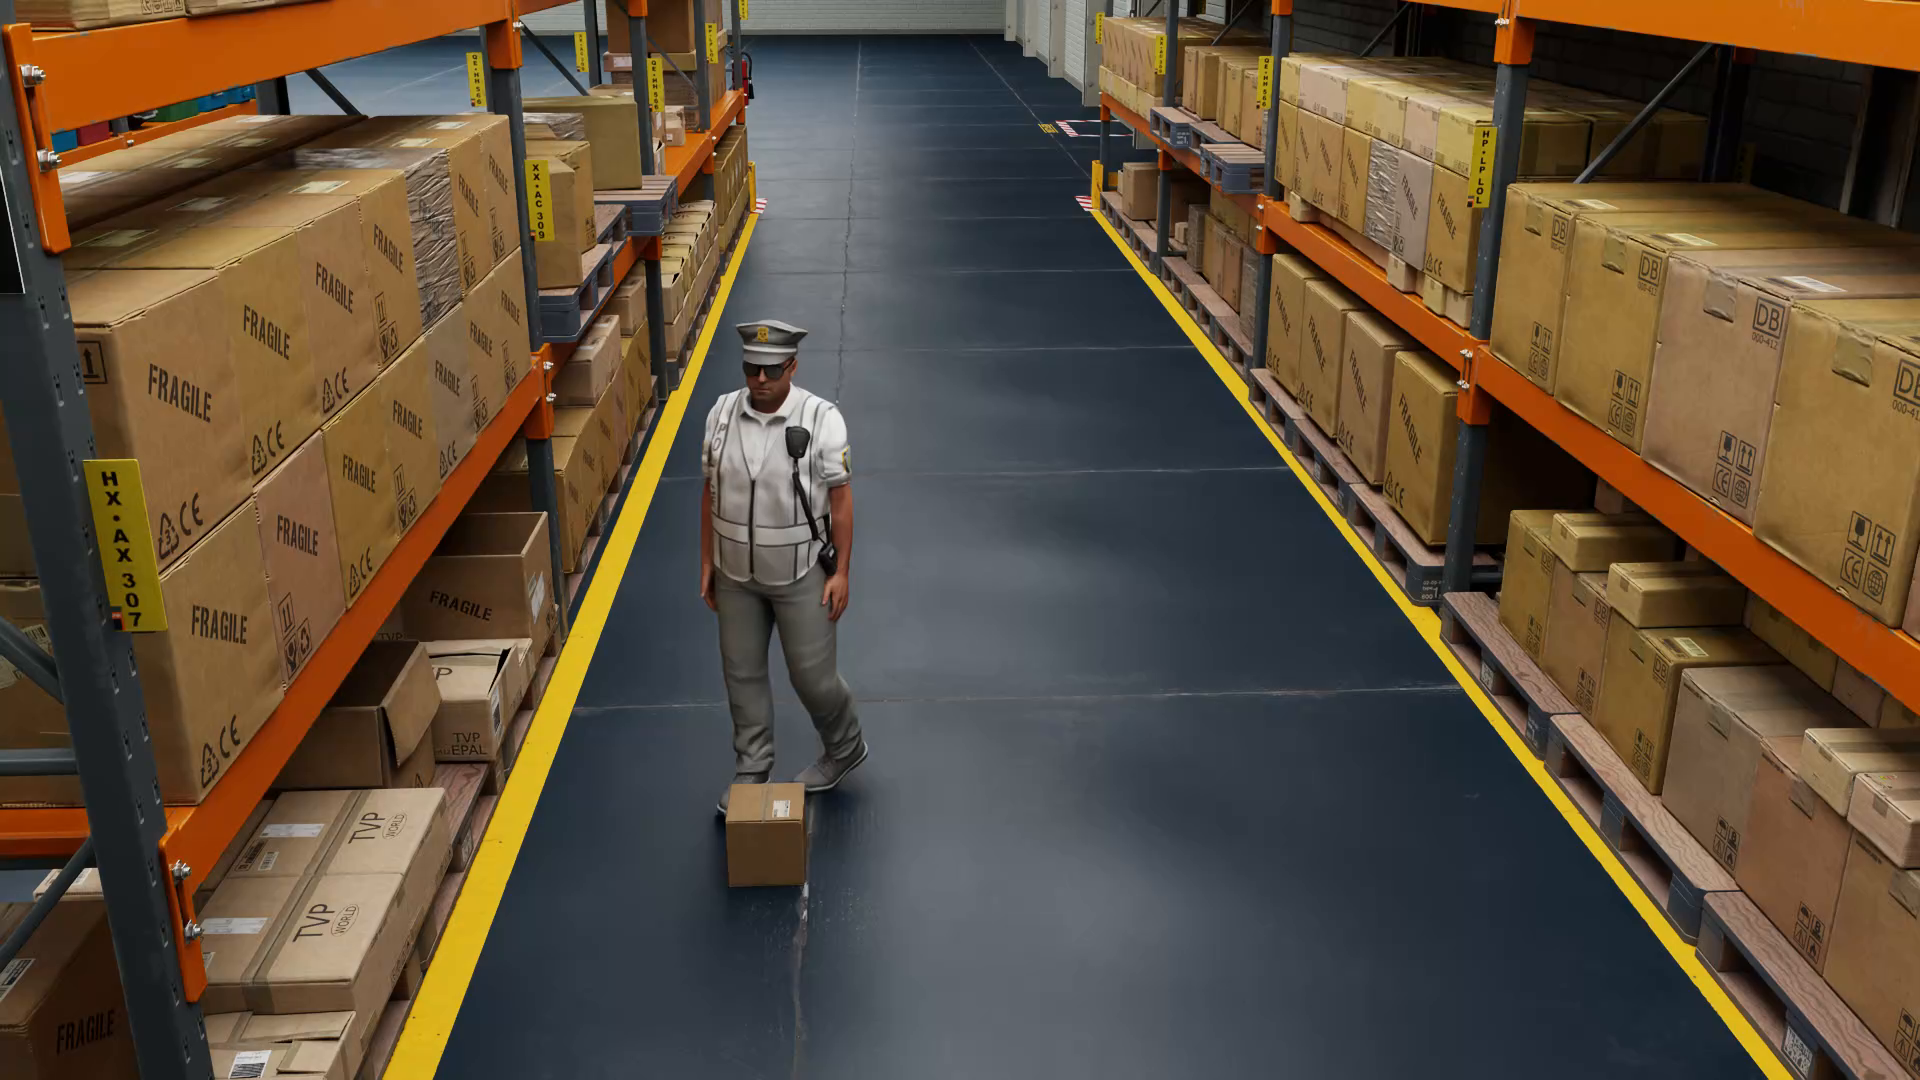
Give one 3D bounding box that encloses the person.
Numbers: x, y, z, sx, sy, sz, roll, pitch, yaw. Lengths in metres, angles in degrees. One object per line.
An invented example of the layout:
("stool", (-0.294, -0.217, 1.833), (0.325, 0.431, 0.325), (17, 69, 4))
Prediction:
("person", (-0.650, 0.107, 5.758), (0.547, 1.777, 0.522), (5, 21, 14))
